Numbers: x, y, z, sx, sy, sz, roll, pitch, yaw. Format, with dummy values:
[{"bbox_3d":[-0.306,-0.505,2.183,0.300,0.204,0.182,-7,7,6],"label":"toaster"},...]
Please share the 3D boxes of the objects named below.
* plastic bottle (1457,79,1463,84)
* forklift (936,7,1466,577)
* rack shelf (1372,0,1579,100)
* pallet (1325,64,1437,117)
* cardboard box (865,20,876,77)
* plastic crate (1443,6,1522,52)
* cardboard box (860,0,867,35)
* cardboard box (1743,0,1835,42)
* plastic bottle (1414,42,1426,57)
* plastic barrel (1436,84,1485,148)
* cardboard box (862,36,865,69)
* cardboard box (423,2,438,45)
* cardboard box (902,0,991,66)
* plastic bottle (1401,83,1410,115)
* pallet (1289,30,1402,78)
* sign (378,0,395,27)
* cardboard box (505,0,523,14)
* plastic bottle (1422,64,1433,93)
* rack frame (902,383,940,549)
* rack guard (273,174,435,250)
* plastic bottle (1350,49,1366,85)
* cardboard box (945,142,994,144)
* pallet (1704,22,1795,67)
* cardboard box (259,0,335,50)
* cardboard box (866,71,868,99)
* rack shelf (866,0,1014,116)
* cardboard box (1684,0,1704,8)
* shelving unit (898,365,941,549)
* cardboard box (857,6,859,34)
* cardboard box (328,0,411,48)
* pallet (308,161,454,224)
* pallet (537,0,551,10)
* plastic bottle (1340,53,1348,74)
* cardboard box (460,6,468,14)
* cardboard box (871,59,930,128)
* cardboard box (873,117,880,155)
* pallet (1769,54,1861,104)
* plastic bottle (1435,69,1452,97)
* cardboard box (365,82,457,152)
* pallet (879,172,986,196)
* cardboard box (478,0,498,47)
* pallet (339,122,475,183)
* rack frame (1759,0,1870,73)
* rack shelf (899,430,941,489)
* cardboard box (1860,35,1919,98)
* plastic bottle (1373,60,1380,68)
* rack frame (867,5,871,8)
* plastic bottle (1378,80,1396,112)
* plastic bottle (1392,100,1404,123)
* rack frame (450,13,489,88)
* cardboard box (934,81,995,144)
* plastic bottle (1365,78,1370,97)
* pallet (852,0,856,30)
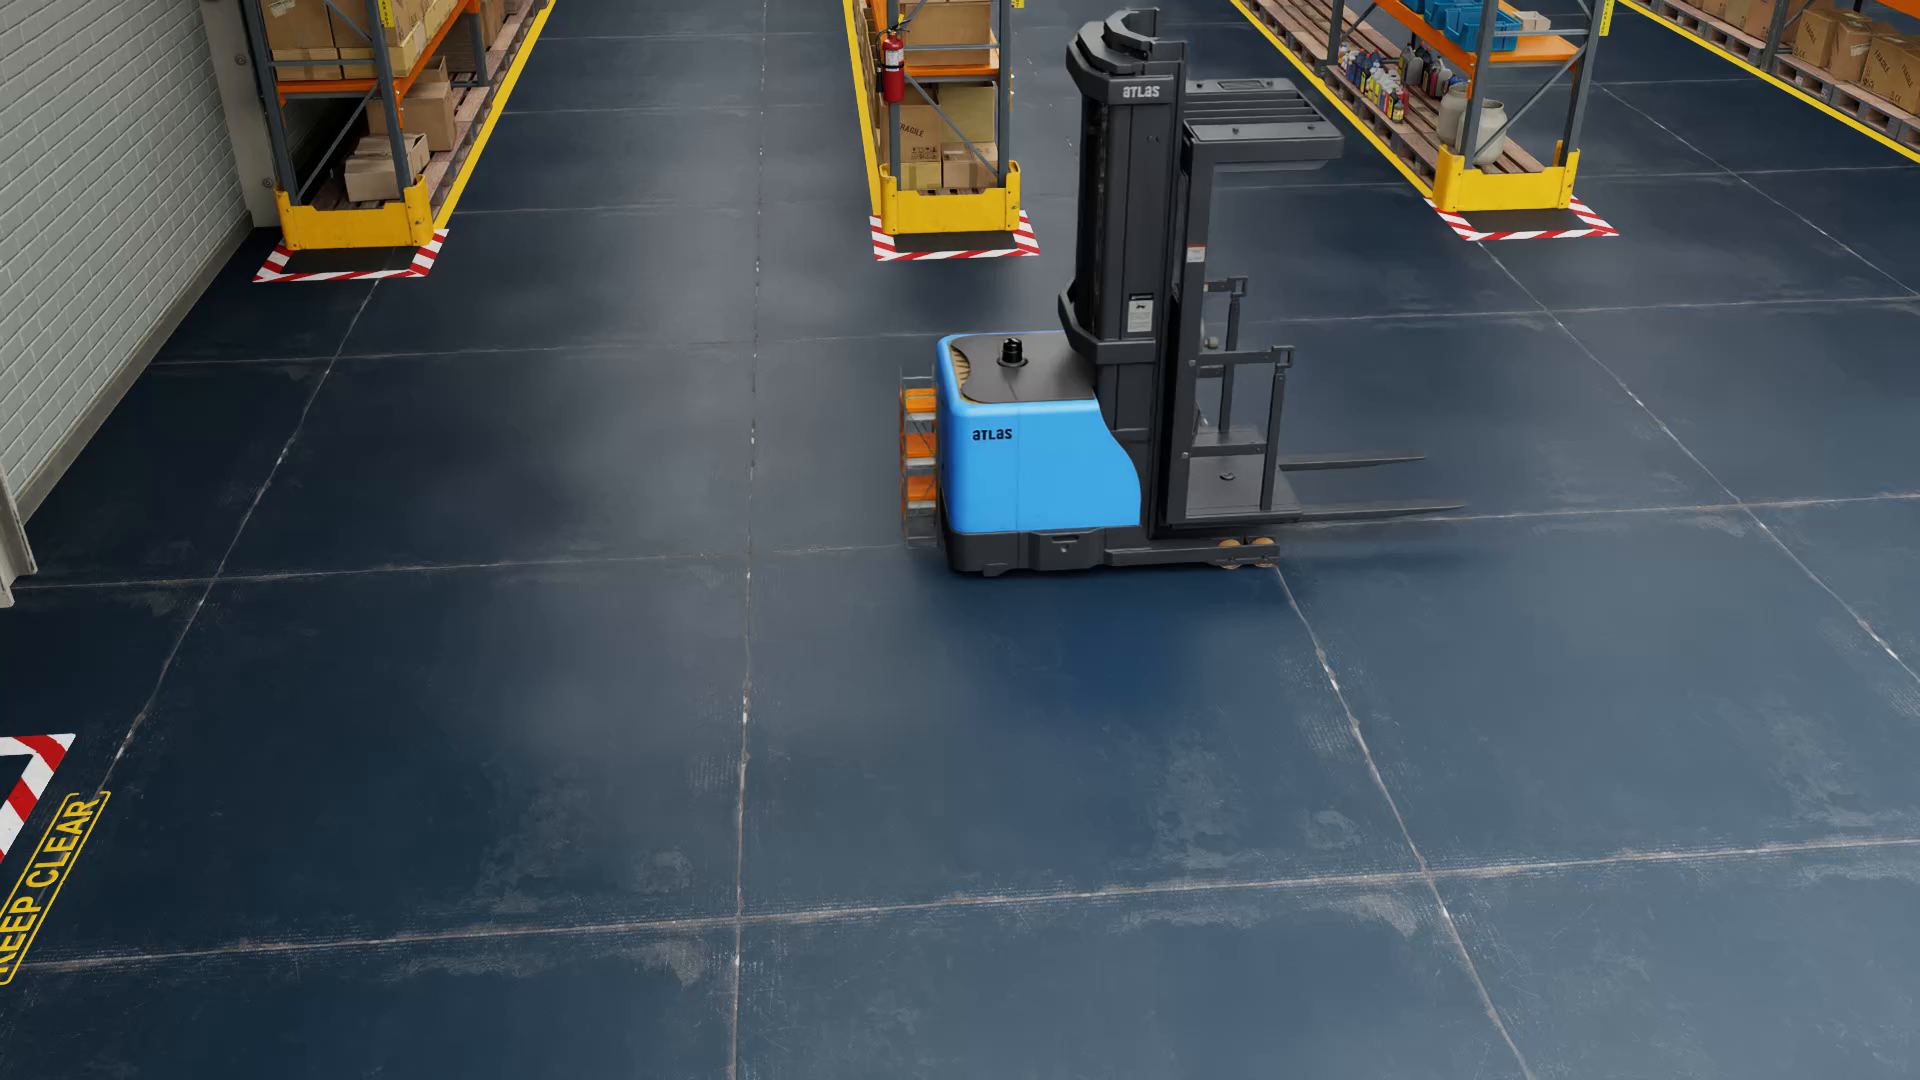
[{"bbox_3d":[4.943,-4.420,16.457,0.097,0.271,0.097,0,31,0],"label":"plastic bottle"},{"bbox_3d":[1.401,-1.360,9.169,3.031,2.935,1.130,-3,31,-5],"label":"forklift"},{"bbox_3d":[4.656,-4.948,15.811,1.077,0.370,4.000,-3,31,-5],"label":"rack shelf"},{"bbox_3d":[4.491,-4.736,17.474,1.003,0.211,1.213,-3,31,-5],"label":"pallet"},{"bbox_3d":[-0.676,-4.858,16.499,0.500,0.500,0.500,-3,31,-5],"label":"cardboard box"},{"bbox_3d":[4.498,-4.413,14.359,0.499,0.251,0.616,-3,31,-5],"label":"plastic crate"},{"bbox_3d":[-0.841,-5.742,18.163,0.500,0.311,0.500,-2,31,-3],"label":"cardboard box"},{"bbox_3d":[9.365,-5.946,18.788,0.700,0.500,0.500,-5,31,-8],"label":"cardboard box"},{"bbox_3d":[4.817,-5.015,17.375,0.144,0.351,0.185,-4,31,-6],"label":"plastic bottle"},{"bbox_3d":[4.659,-3.936,15.432,0.421,0.512,0.421,0,31,0],"label":"plastic barrel"},{"bbox_3d":[-0.790,-5.240,17.871,0.500,0.250,0.500,-3,31,-5],"label":"cardboard box"},{"bbox_3d":[-4.854,-4.495,14.477,0.500,0.250,0.500,-3,31,-5],"label":"cardboard box"},{"bbox_3d":[-0.120,-4.282,13.897,0.700,0.500,0.500,-3,31,-5],"label":"cardboard box"},{"bbox_3d":[4.345,-4.311,16.262,0.061,0.283,0.133,-3,31,-5],"label":"plastic bottle"},{"bbox_3d":[4.357,-5.480,18.719,1.003,0.211,1.213,-3,31,-5],"label":"pallet"},{"bbox_3d":[-4.480,-4.159,12.944,0.100,0.325,0.005,-3,31,-5],"label":"sign"},{"bbox_3d":[-5.649,-6.596,19.877,0.700,0.500,0.500,-2,31,-4],"label":"cardboard box"},{"bbox_3d":[4.765,-4.705,16.922,0.061,0.283,0.133,-3,31,-5],"label":"plastic bottle"},{"bbox_3d":[-0.217,-0.404,9.403,0.200,1.050,0.008,-3,31,-5],"label":"rack frame"},{"bbox_3d":[-5.028,-2.727,13.828,1.175,0.500,0.348,-3,31,-5],"label":"rack guard"},{"bbox_3d":[4.132,-4.898,17.179,0.144,0.351,0.185,-2,31,-3],"label":"plastic bottle"},{"bbox_3d":[0.032,-3.540,15.024,0.500,0.250,0.500,-3,31,-5],"label":"cardboard box"},{"bbox_3d":[9.327,-5.716,19.114,1.003,0.211,1.213,-3,31,-5],"label":"pallet"},{"bbox_3d":[-5.276,-4.258,13.349,0.500,0.500,0.500,-3,31,-5],"label":"cardboard box"},{"bbox_3d":[-0.679,-4.536,16.691,0.500,0.250,0.500,-3,31,-5],"label":"cardboard box"},{"bbox_3d":[-0.276,-4.713,15.417,1.077,0.370,4.000,-3,31,-5],"label":"rack shelf"},{"bbox_3d":[9.234,-6.761,20.152,0.700,0.500,0.500,0,31,0],"label":"cardboard box"},{"bbox_3d":[-0.229,-0.466,9.507,0.215,1.050,0.252,-3,31,-5],"label":"shelving unit"},{"bbox_3d":[-0.930,-6.020,19.175,0.500,0.250,0.500,-2,31,-4],"label":"cardboard box"},{"bbox_3d":[-4.766,-4.286,13.396,0.500,0.500,0.500,-3,31,-5],"label":"cardboard box"},{"bbox_3d":[-5.068,-3.019,14.600,1.003,0.211,1.213,-3,31,-5],"label":"pallet"},{"bbox_3d":[-5.767,-7.055,21.355,1.003,0.211,1.213,-3,31,-5],"label":"pallet"},{"bbox_3d":[4.072,-5.030,17.547,0.097,0.201,0.097,0,31,0],"label":"plastic bottle"},{"bbox_3d":[-5.524,-5.841,17.881,0.500,0.250,0.500,-3,31,-6],"label":"cardboard box"},{"bbox_3d":[-0.543,-4.092,15.216,0.500,0.500,0.500,-3,31,-5],"label":"cardboard box"},{"bbox_3d":[-0.540,-3.770,15.409,0.500,0.250,0.500,-3,31,-5],"label":"cardboard box"},{"bbox_3d":[9.499,-4.977,17.877,1.003,0.211,1.213,-3,31,-5],"label":"pallet"},{"bbox_3d":[4.876,-4.637,16.815,0.152,0.276,0.135,-2,31,-4],"label":"plastic bottle"},{"bbox_3d":[-5.068,-3.903,15.368,0.700,0.500,0.500,-5,31,-8],"label":"cardboard box"},{"bbox_3d":[-0.202,-3.192,14.888,1.003,0.211,1.213,-3,31,-5],"label":"pallet"},{"bbox_3d":[-5.585,-5.818,18.574,0.700,0.500,0.500,-2,31,-4],"label":"cardboard box"},{"bbox_3d":[-5.179,-3.641,15.640,1.003,0.211,1.213,-3,31,-5],"label":"pallet"},{"bbox_3d":[9.401,-6.515,17.733,1.000,3.000,0.127,-3,31,-5],"label":"rack frame"},{"bbox_3d":[-0.229,-0.457,9.513,0.215,0.259,0.240,-3,31,-5],"label":"rack shelf"},{"bbox_3d":[9.596,-4.811,16.908,0.500,0.500,0.500,-5,31,-9],"label":"cardboard box"},{"bbox_3d":[4.266,-4.795,17.085,0.097,0.271,0.097,0,31,0],"label":"plastic bottle"},{"bbox_3d":[-0.463,-6.043,16.942,1.000,3.000,0.127,-3,31,-5],"label":"rack frame"},{"bbox_3d":[4.226,-4.373,16.374,0.152,0.276,0.135,-4,31,-6],"label":"plastic bottle"},{"bbox_3d":[4.235,-4.140,16.056,0.097,0.201,0.097,0,31,0],"label":"plastic bottle"},{"bbox_3d":[-5.394,-5.804,16.541,1.000,3.000,0.127,-3,31,-5],"label":"rack frame"},{"bbox_3d":[0.034,-3.862,14.832,0.500,0.500,0.500,-3,31,-5],"label":"cardboard box"},{"bbox_3d":[4.153,-4.592,16.812,0.097,0.201,0.097,0,31,0],"label":"plastic bottle"},{"bbox_3d":[-0.798,-6.466,20.369,1.003,0.211,1.213,-3,31,-5],"label":"pallet"}]
